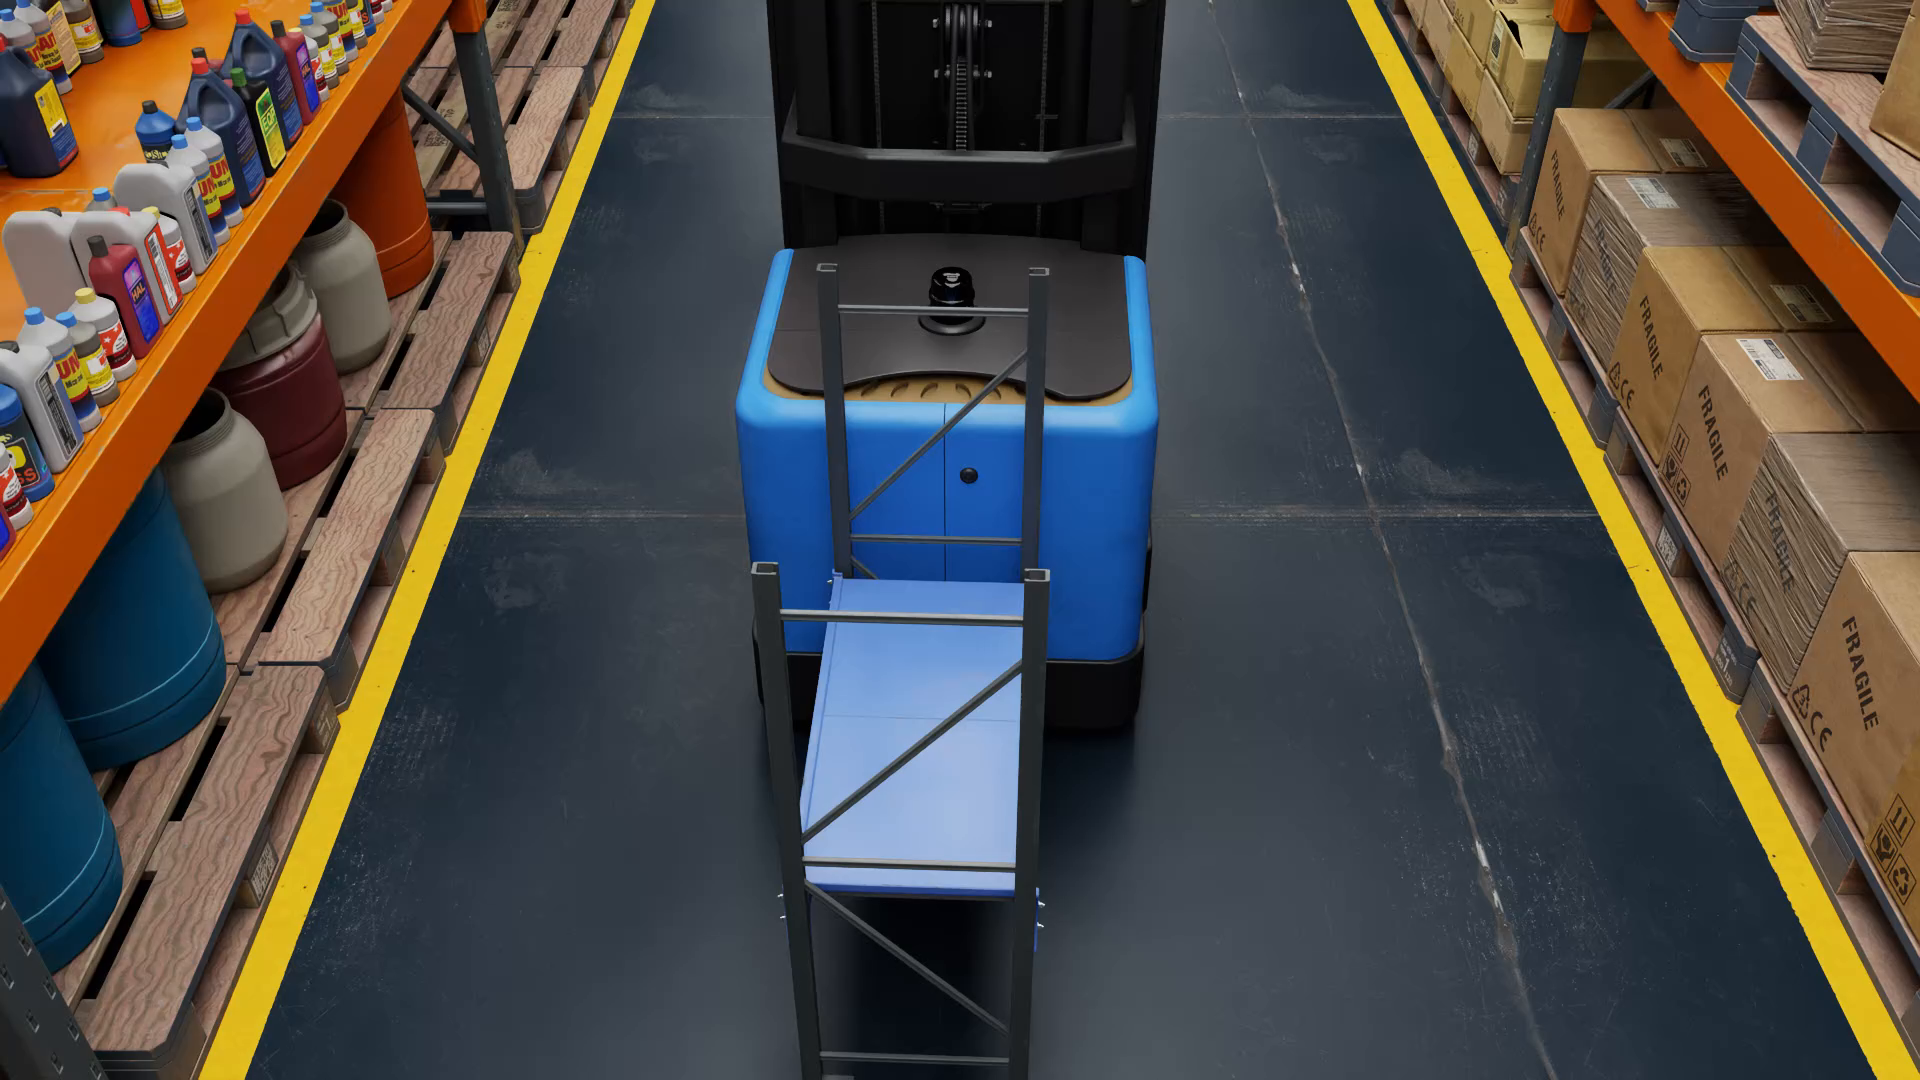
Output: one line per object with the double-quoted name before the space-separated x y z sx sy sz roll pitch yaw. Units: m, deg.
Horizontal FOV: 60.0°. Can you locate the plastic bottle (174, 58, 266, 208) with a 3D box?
"plastic bottle" -1.869 -1.025 4.170 0.144 0.351 0.185 0 39 0

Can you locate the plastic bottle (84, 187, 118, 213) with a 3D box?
"plastic bottle" -1.997 -0.733 3.925 0.097 0.201 0.097 0 39 0

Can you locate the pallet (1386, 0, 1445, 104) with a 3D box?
"pallet" 2.737 -2.499 8.200 1.003 0.211 1.213 0 39 0

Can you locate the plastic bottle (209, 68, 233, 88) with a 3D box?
"plastic bottle" -1.888 -1.098 4.315 0.061 0.283 0.133 0 39 0

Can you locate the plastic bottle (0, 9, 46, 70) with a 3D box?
"plastic bottle" -2.605 -1.339 4.625 0.097 0.271 0.097 0 39 0

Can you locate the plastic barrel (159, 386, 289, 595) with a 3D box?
"plastic barrel" -2.147 -0.138 4.677 0.421 0.512 0.421 0 39 0

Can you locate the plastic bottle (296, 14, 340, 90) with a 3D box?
"plastic bottle" -1.846 -1.398 4.755 0.097 0.201 0.097 0 39 0

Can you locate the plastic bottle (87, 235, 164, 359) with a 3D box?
"plastic bottle" -1.827 -0.548 3.629 0.061 0.283 0.133 0 39 0

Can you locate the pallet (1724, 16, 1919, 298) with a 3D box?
"pallet" 2.704 -1.020 4.278 1.003 0.211 1.213 0 39 0

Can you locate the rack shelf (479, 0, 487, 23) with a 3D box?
"rack shelf" -2.259 -3.280 7.520 1.077 0.370 4.000 0 39 0

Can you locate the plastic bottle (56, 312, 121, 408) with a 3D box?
"plastic bottle" -1.845 -0.383 3.488 0.097 0.201 0.097 0 39 0

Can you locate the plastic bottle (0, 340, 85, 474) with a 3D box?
"plastic bottle" -1.872 -0.279 3.298 0.152 0.276 0.135 0 39 0

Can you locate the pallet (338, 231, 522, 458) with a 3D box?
"pallet" -2.214 -0.729 5.991 1.003 0.211 1.213 0 39 0

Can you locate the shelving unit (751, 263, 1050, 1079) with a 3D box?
"shelving unit" -0.079 0.320 3.651 0.538 1.500 1.048 1 39 2

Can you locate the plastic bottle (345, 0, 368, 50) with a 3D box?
"plastic bottle" -1.847 -1.581 4.983 0.097 0.201 0.097 0 39 0

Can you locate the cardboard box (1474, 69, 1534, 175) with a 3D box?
"cardboard box" 2.452 -1.731 6.874 0.500 0.250 0.500 1 39 1

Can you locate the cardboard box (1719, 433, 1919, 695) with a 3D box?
"cardboard box" 2.422 0.063 4.420 0.500 0.500 0.500 0 39 1

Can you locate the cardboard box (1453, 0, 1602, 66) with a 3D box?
"cardboard box" 2.443 -2.273 7.103 0.500 0.311 0.500 -1 39 -1

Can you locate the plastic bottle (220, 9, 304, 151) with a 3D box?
"plastic bottle" -1.869 -1.224 4.418 0.144 0.351 0.185 0 39 0

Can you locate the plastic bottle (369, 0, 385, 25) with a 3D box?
"plastic bottle" -1.847 -1.703 5.135 0.097 0.201 0.097 0 39 0

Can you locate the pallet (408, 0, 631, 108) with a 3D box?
"pallet" -2.217 -2.467 8.160 1.003 0.211 1.213 0 39 0

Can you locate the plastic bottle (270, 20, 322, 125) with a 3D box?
"plastic bottle" -1.828 -1.297 4.563 0.061 0.283 0.133 0 39 0

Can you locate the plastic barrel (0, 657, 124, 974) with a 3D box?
"plastic barrel" -2.235 0.506 3.562 0.600 0.901 0.708 0 39 0

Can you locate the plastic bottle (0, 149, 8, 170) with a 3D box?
"plastic bottle" -2.578 -1.124 4.353 0.152 0.276 0.135 0 39 0

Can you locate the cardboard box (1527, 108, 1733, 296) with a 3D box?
"cardboard box" 2.412 -1.223 6.024 0.500 0.500 0.500 2 39 2

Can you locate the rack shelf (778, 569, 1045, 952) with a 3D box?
"rack shelf" -0.079 0.461 3.763 0.538 0.185 1.000 1 39 2

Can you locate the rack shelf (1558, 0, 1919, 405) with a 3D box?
"rack shelf" 2.699 -0.780 4.400 1.077 0.370 4.000 0 39 0

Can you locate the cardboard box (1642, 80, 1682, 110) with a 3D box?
"cardboard box" 2.990 -1.949 6.698 0.500 0.311 0.500 1 39 1

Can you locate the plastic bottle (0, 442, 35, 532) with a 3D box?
"plastic bottle" -1.844 -0.116 3.155 0.097 0.201 0.097 0 39 0

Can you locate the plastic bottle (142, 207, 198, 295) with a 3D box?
"plastic bottle" -1.845 -0.672 3.849 0.097 0.201 0.097 0 39 0

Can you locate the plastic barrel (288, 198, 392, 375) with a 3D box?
"plastic barrel" -2.149 -0.844 5.558 0.421 0.512 0.421 0 39 0

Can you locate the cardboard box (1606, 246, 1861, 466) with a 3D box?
"cardboard box" 2.413 -0.582 5.224 0.500 0.500 0.500 -1 39 -1

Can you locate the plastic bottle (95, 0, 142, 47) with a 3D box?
"plastic bottle" -2.545 -1.627 4.985 0.097 0.271 0.097 0 39 0

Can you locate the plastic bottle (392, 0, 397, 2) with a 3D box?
"plastic bottle" -1.829 -1.868 5.275 0.061 0.283 0.133 0 39 0

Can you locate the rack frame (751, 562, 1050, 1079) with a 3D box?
"rack frame" -0.100 0.638 3.255 0.500 1.500 0.032 1 39 2

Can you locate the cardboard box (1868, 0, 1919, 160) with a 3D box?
"cardboard box" 2.638 -1.118 3.830 0.700 0.500 0.500 -9 40 -11

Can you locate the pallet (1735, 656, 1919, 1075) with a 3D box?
"pallet" 2.663 0.770 4.121 1.003 0.211 1.213 0 39 0

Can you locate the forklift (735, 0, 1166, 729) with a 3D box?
"forklift" 0.026 -1.534 4.821 1.130 2.935 3.031 1 39 2

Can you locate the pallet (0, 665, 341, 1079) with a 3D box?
"pallet" -2.211 0.797 4.087 1.003 0.211 1.213 0 39 0

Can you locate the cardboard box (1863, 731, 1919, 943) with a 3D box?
"cardboard box" 2.414 0.686 3.643 0.500 0.500 0.500 0 39 0

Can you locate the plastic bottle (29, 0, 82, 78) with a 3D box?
"plastic bottle" -2.624 -1.476 4.787 0.061 0.283 0.133 0 39 0

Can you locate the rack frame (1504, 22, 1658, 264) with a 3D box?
"rack frame" 2.697 -2.311 5.735 1.000 3.000 0.127 0 39 0

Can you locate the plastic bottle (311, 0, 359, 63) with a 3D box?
"plastic bottle" -1.847 -1.547 4.885 0.097 0.271 0.097 0 39 0

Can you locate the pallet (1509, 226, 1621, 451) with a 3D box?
"pallet" 2.660 -0.756 6.025 1.003 0.211 1.213 0 39 0

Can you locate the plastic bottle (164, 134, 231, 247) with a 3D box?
"plastic bottle" -1.845 -0.845 4.008 0.097 0.271 0.097 0 39 0

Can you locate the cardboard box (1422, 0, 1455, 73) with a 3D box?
"cardboard box" 2.451 -2.368 7.669 0.500 0.250 0.500 1 39 1

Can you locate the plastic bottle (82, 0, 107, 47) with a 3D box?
"plastic bottle" -2.624 -1.621 4.967 0.061 0.283 0.133 0 39 0
